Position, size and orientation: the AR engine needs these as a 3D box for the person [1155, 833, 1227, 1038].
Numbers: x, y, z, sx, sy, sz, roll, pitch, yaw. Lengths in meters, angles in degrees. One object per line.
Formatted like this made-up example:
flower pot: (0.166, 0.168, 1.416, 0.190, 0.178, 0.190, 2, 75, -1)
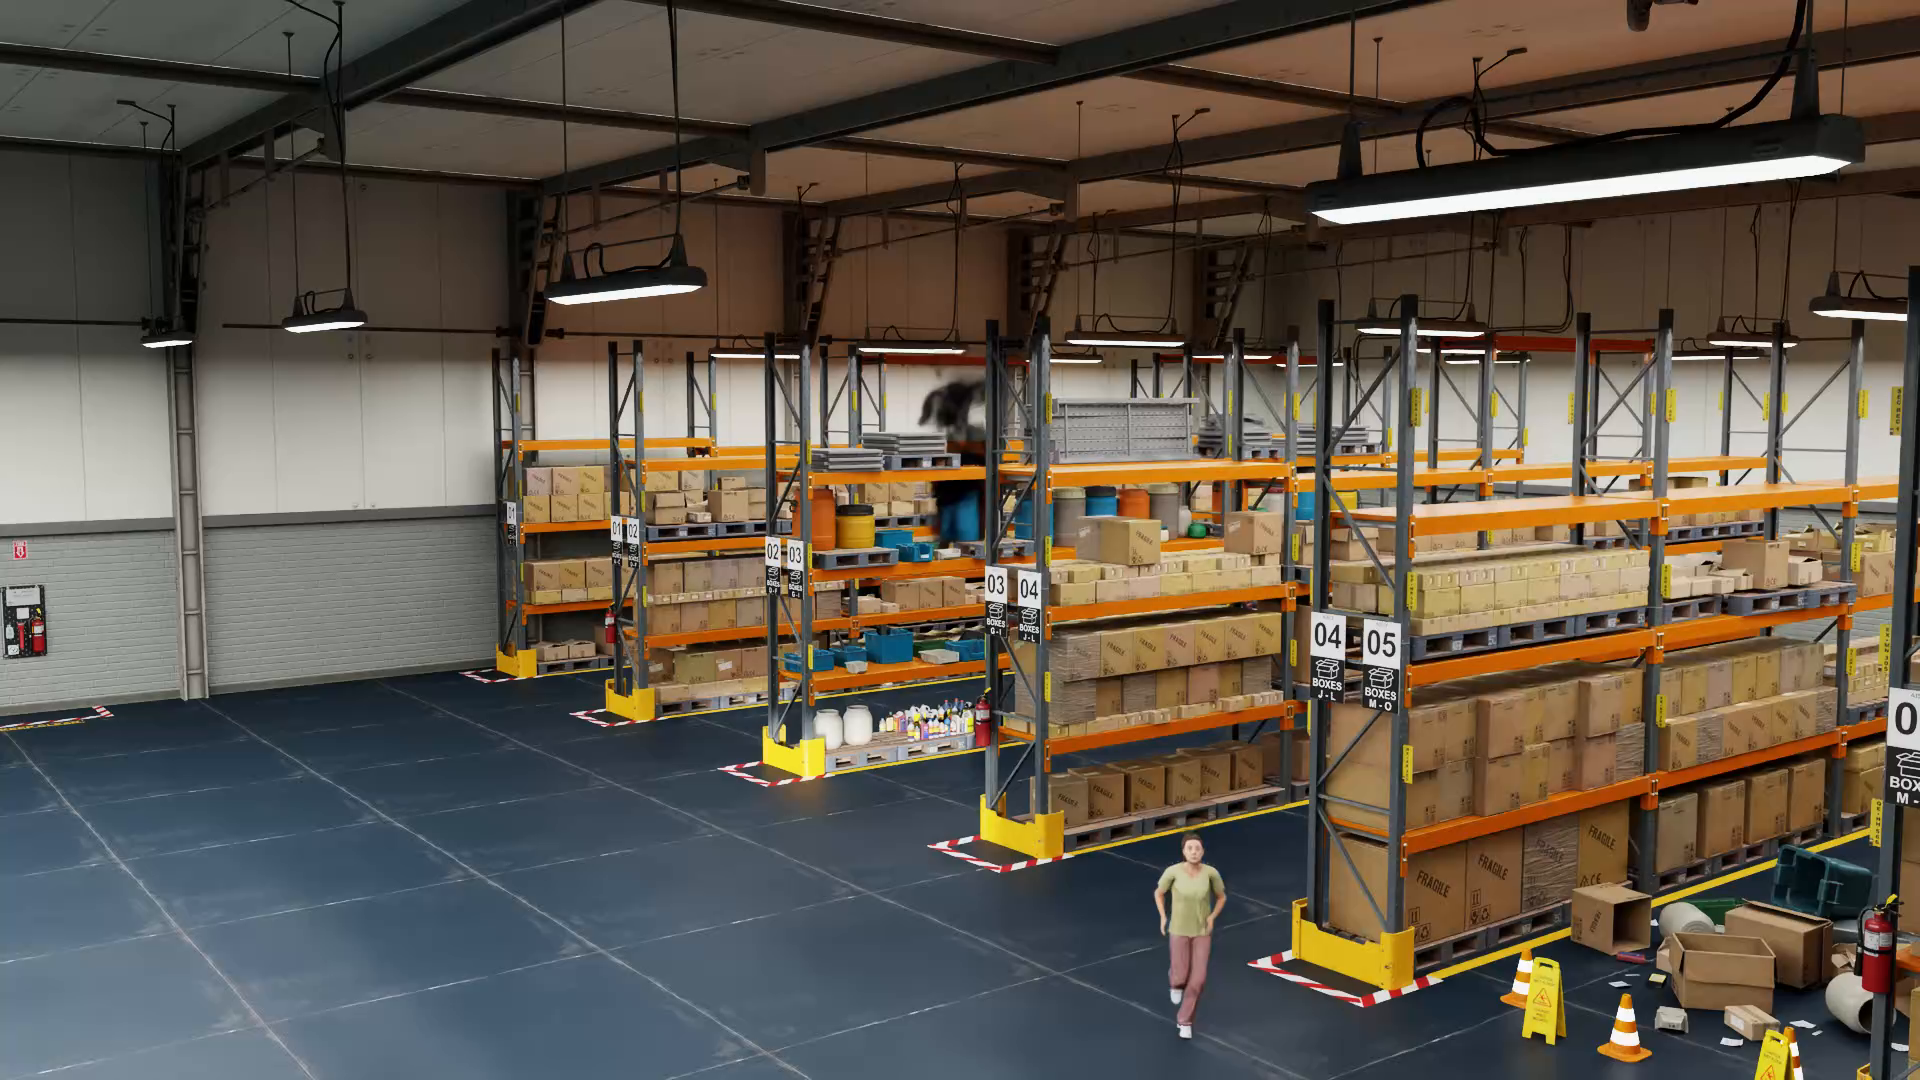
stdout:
person: (1.877, 3.177, 13.523, 0.582, 1.629, 0.580, 0, 5, 3)
